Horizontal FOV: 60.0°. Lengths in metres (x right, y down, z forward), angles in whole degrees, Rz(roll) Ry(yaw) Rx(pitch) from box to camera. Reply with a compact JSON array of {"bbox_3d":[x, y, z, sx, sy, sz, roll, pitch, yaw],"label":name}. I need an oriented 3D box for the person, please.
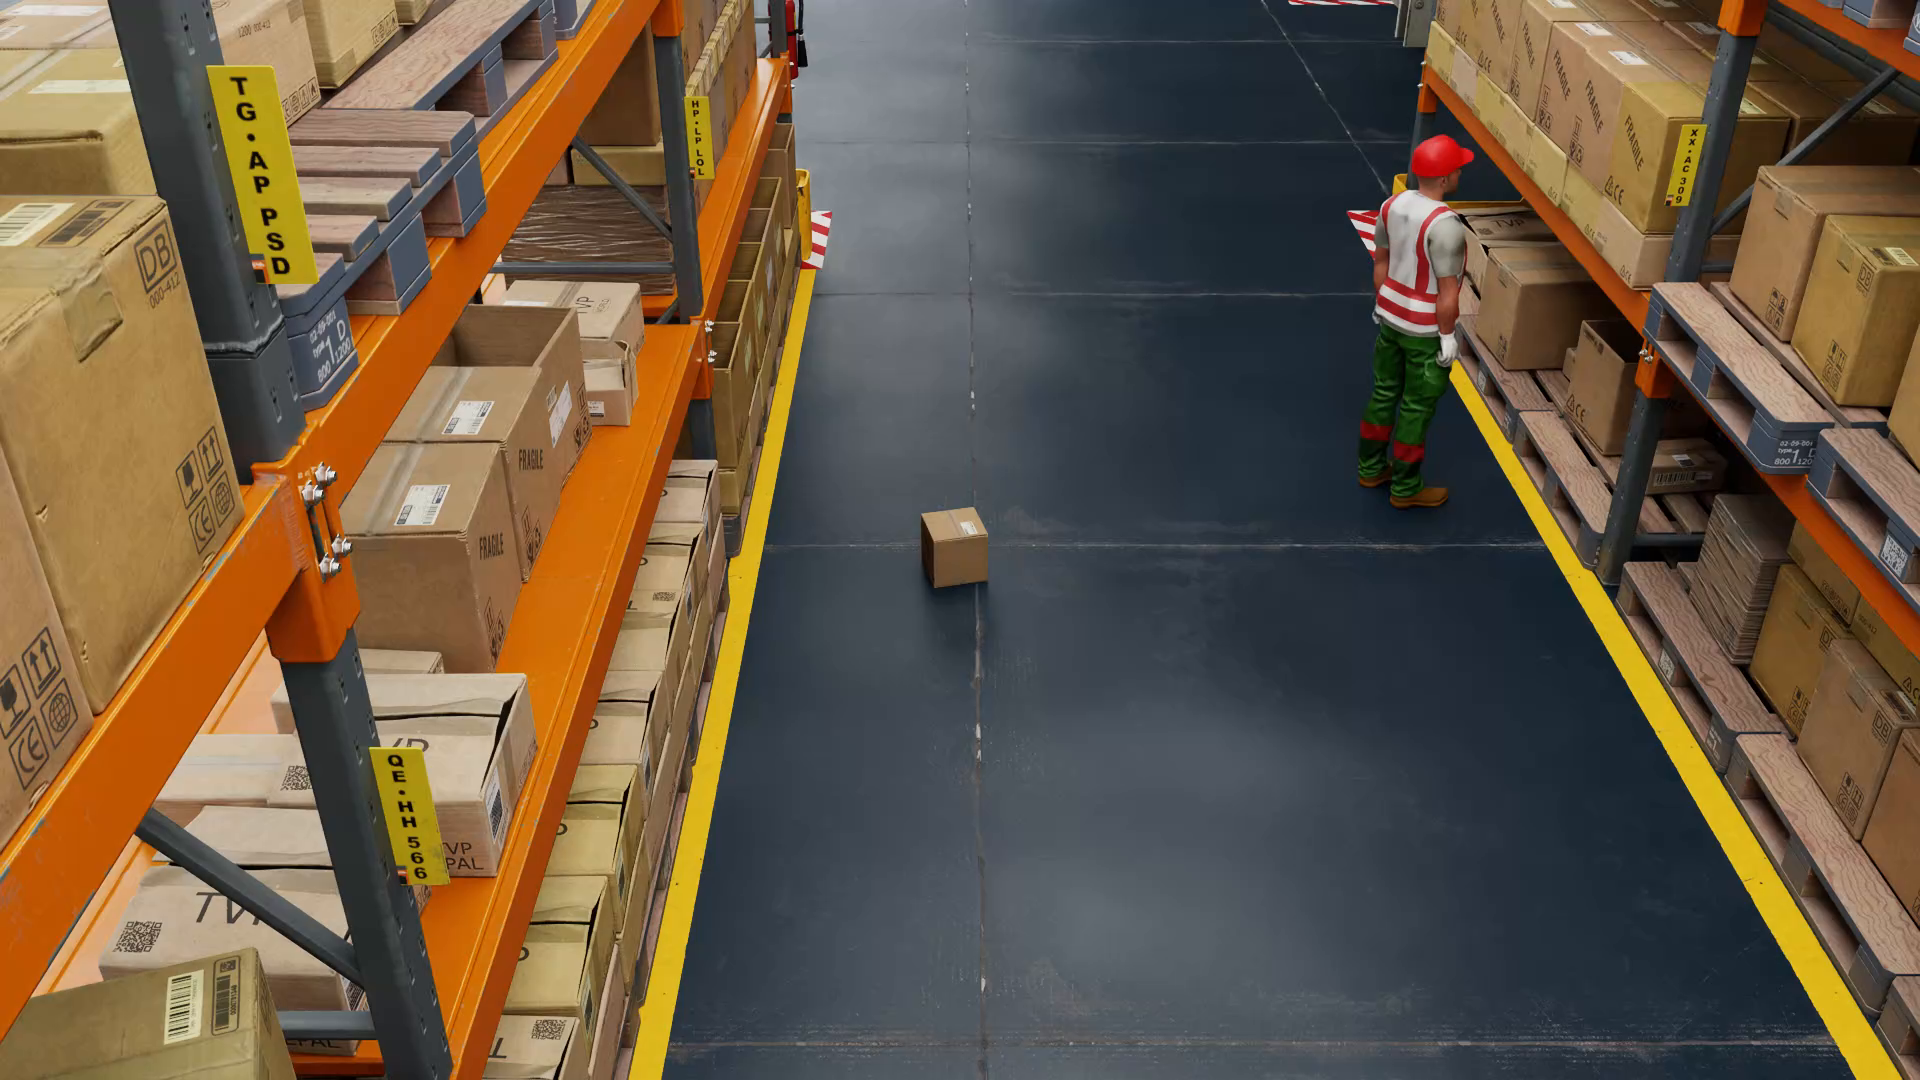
[{"bbox_3d":[2.148,-1.016,7.777,0.359,1.795,0.548,-14,34,-22],"label":"person"}]
